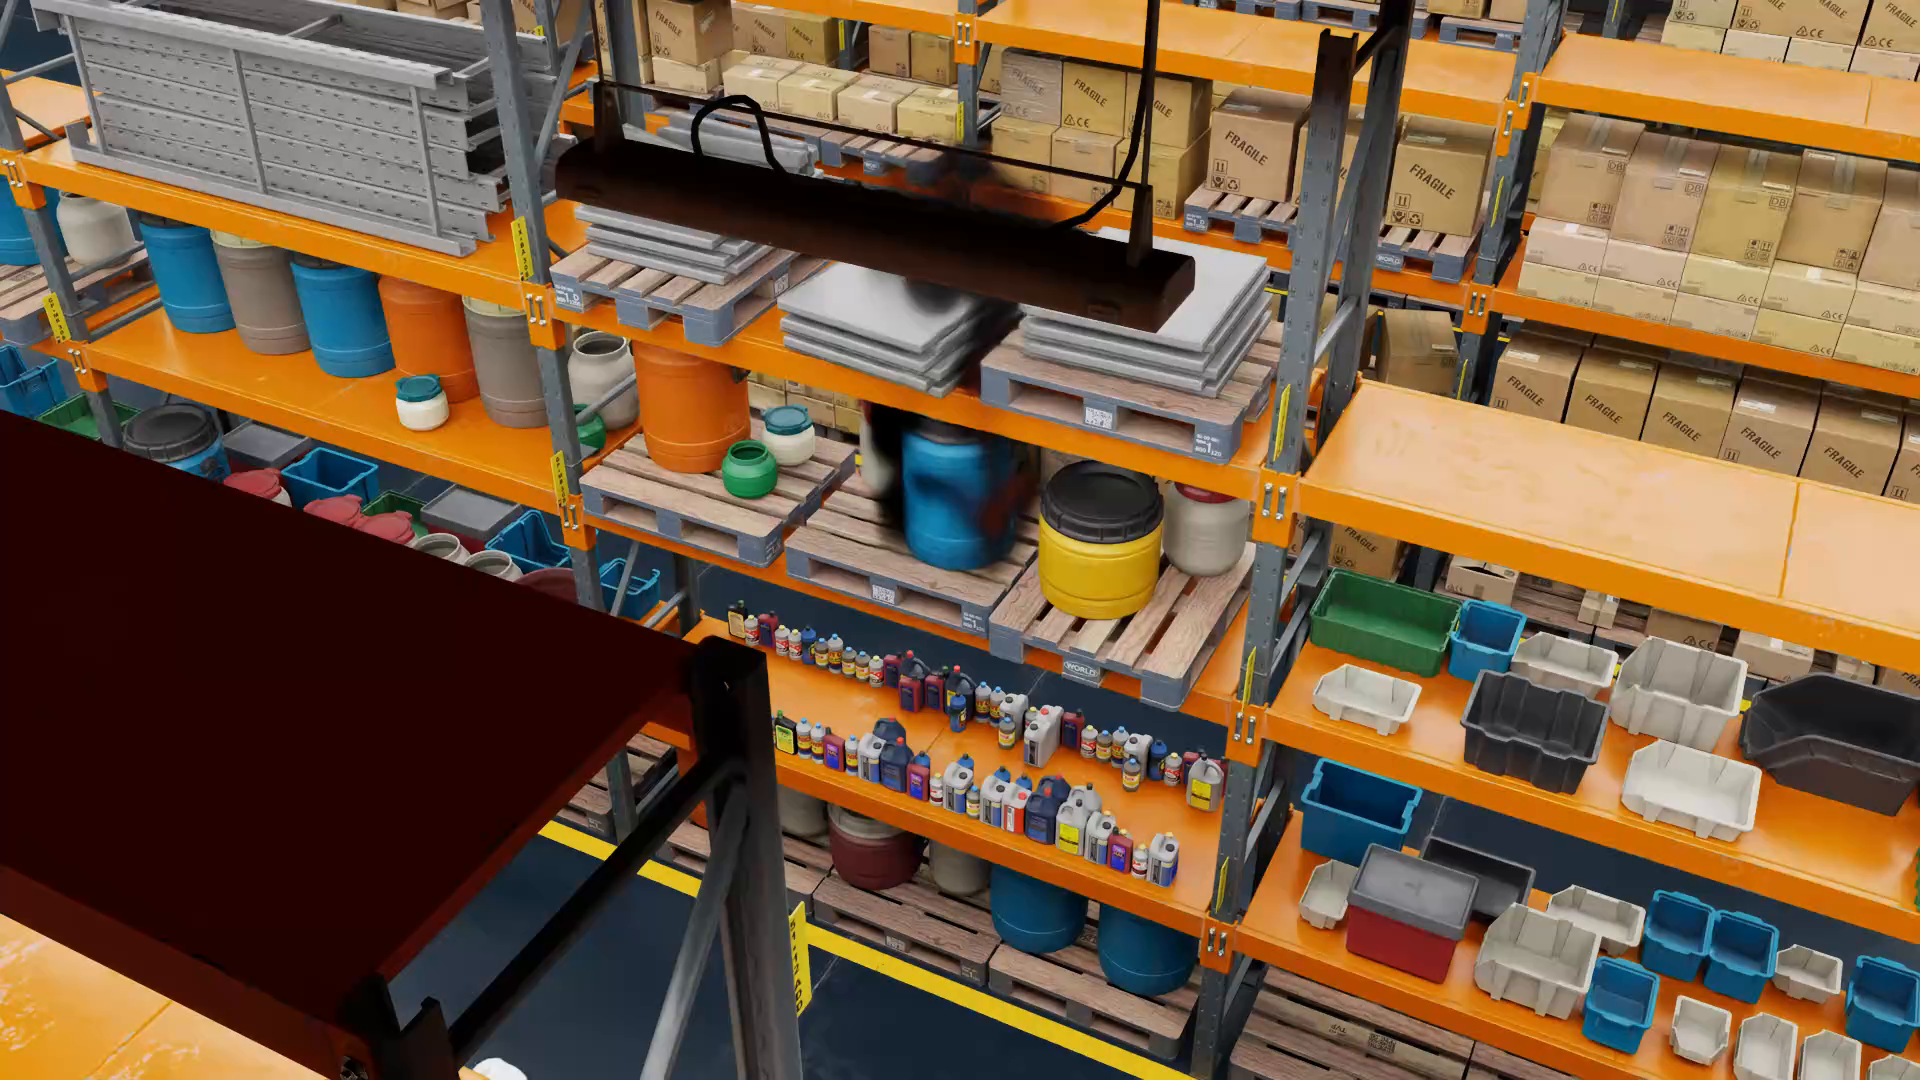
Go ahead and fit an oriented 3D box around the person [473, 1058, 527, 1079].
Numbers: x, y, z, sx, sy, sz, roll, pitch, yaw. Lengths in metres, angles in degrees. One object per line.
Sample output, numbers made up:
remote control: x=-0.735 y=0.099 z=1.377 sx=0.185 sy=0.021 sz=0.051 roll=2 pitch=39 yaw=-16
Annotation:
person: x=-2.086 y=3.088 z=7.932 sx=0.692 sy=1.759 sz=0.624 roll=17 pitch=38 yaw=23
